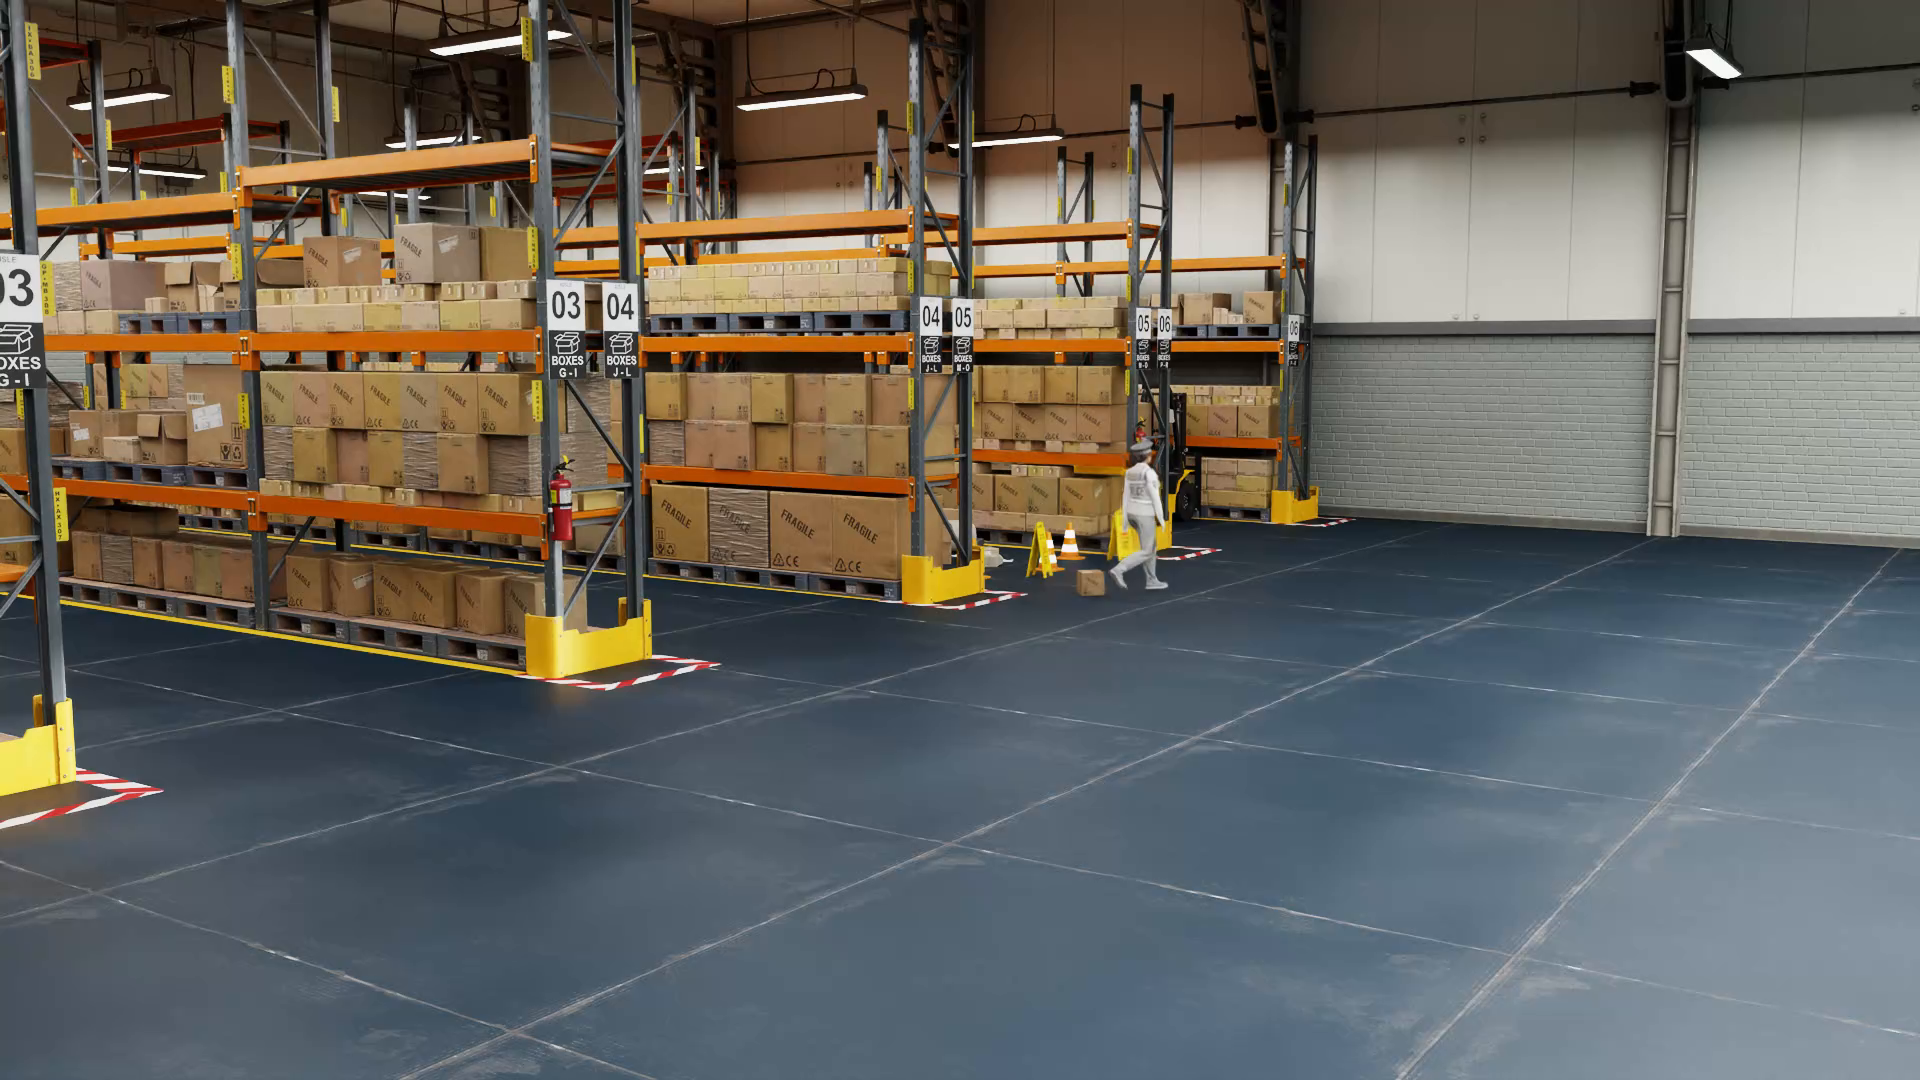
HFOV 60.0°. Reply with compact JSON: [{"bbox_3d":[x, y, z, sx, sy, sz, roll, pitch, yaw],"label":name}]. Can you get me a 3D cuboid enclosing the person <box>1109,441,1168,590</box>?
[{"bbox_3d":[1.944,-0.257,18.073,0.879,1.639,0.480,-4,7,-29],"label":"person"}]
